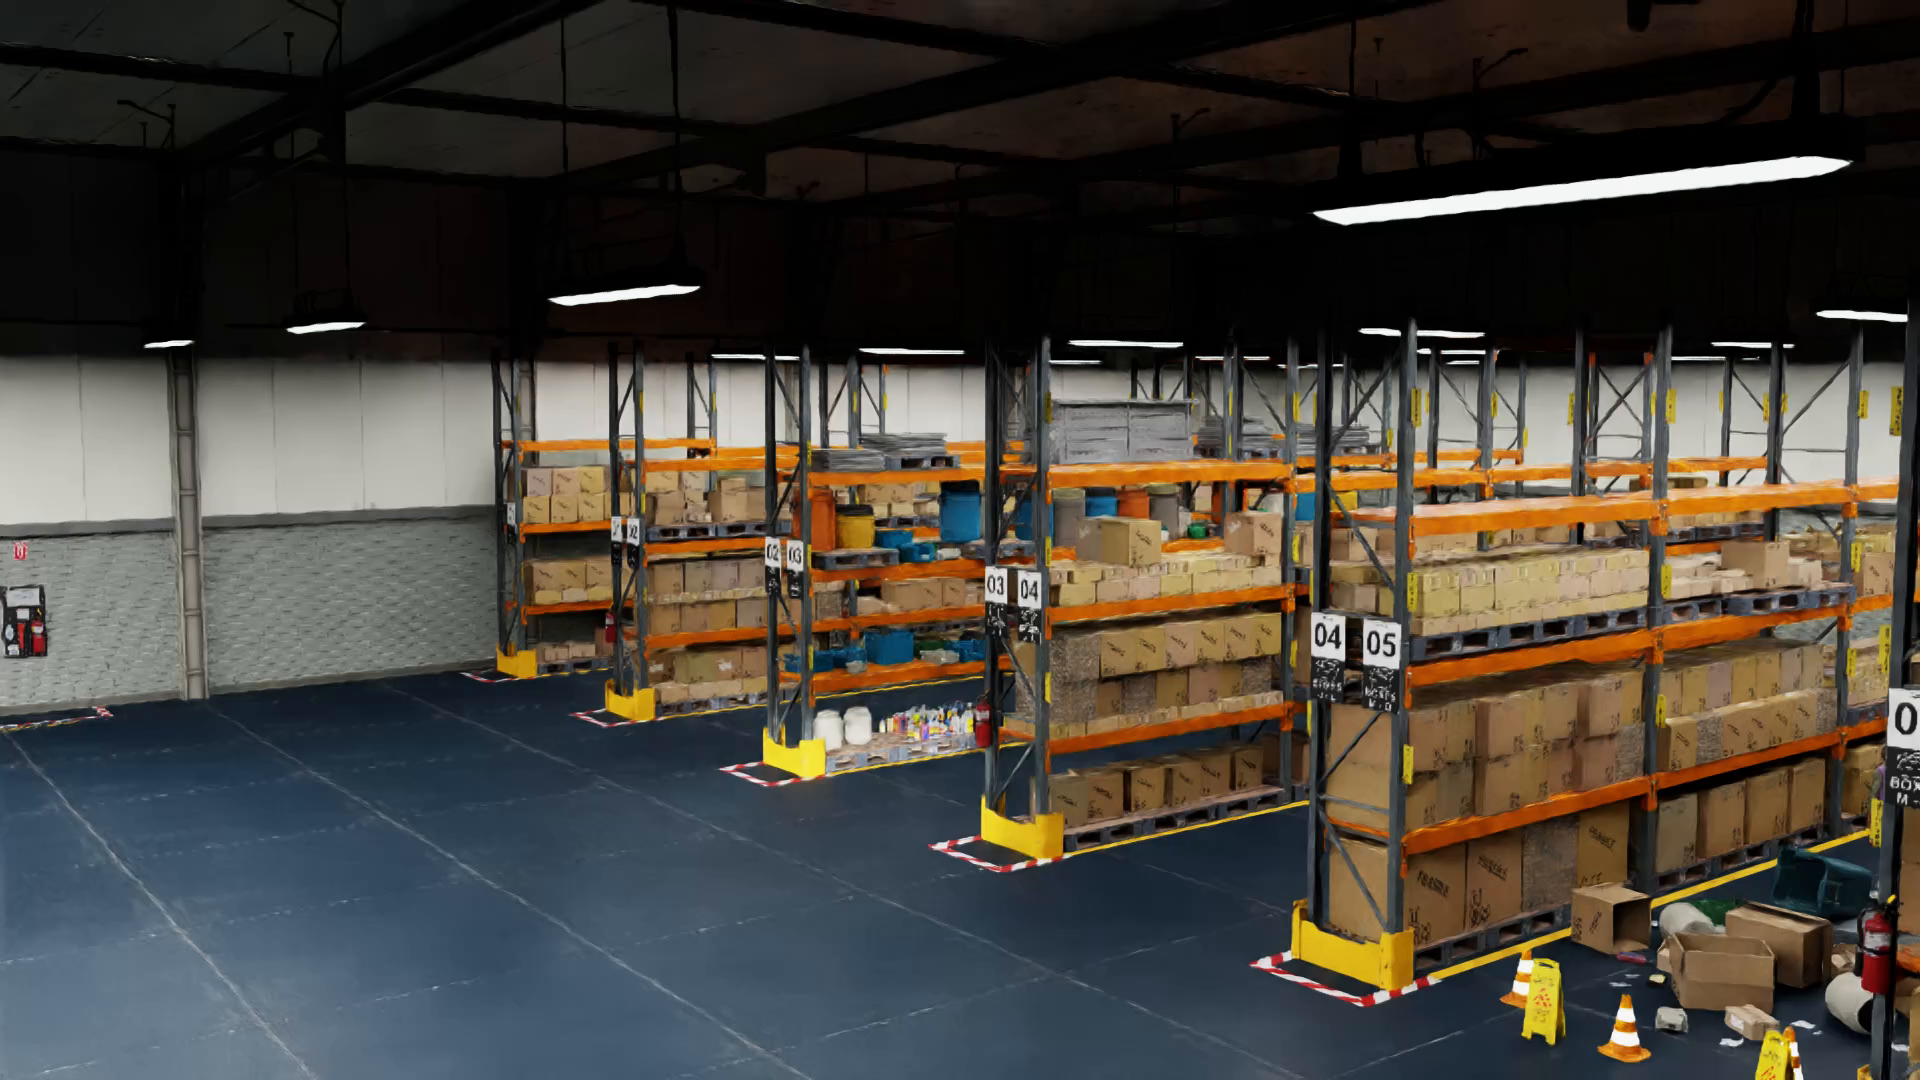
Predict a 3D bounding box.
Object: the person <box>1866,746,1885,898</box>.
[{"bbox_3d":[9.546,2.859,17.070,0.522,1.592,0.527,0,5,-5],"label":"person"}]
